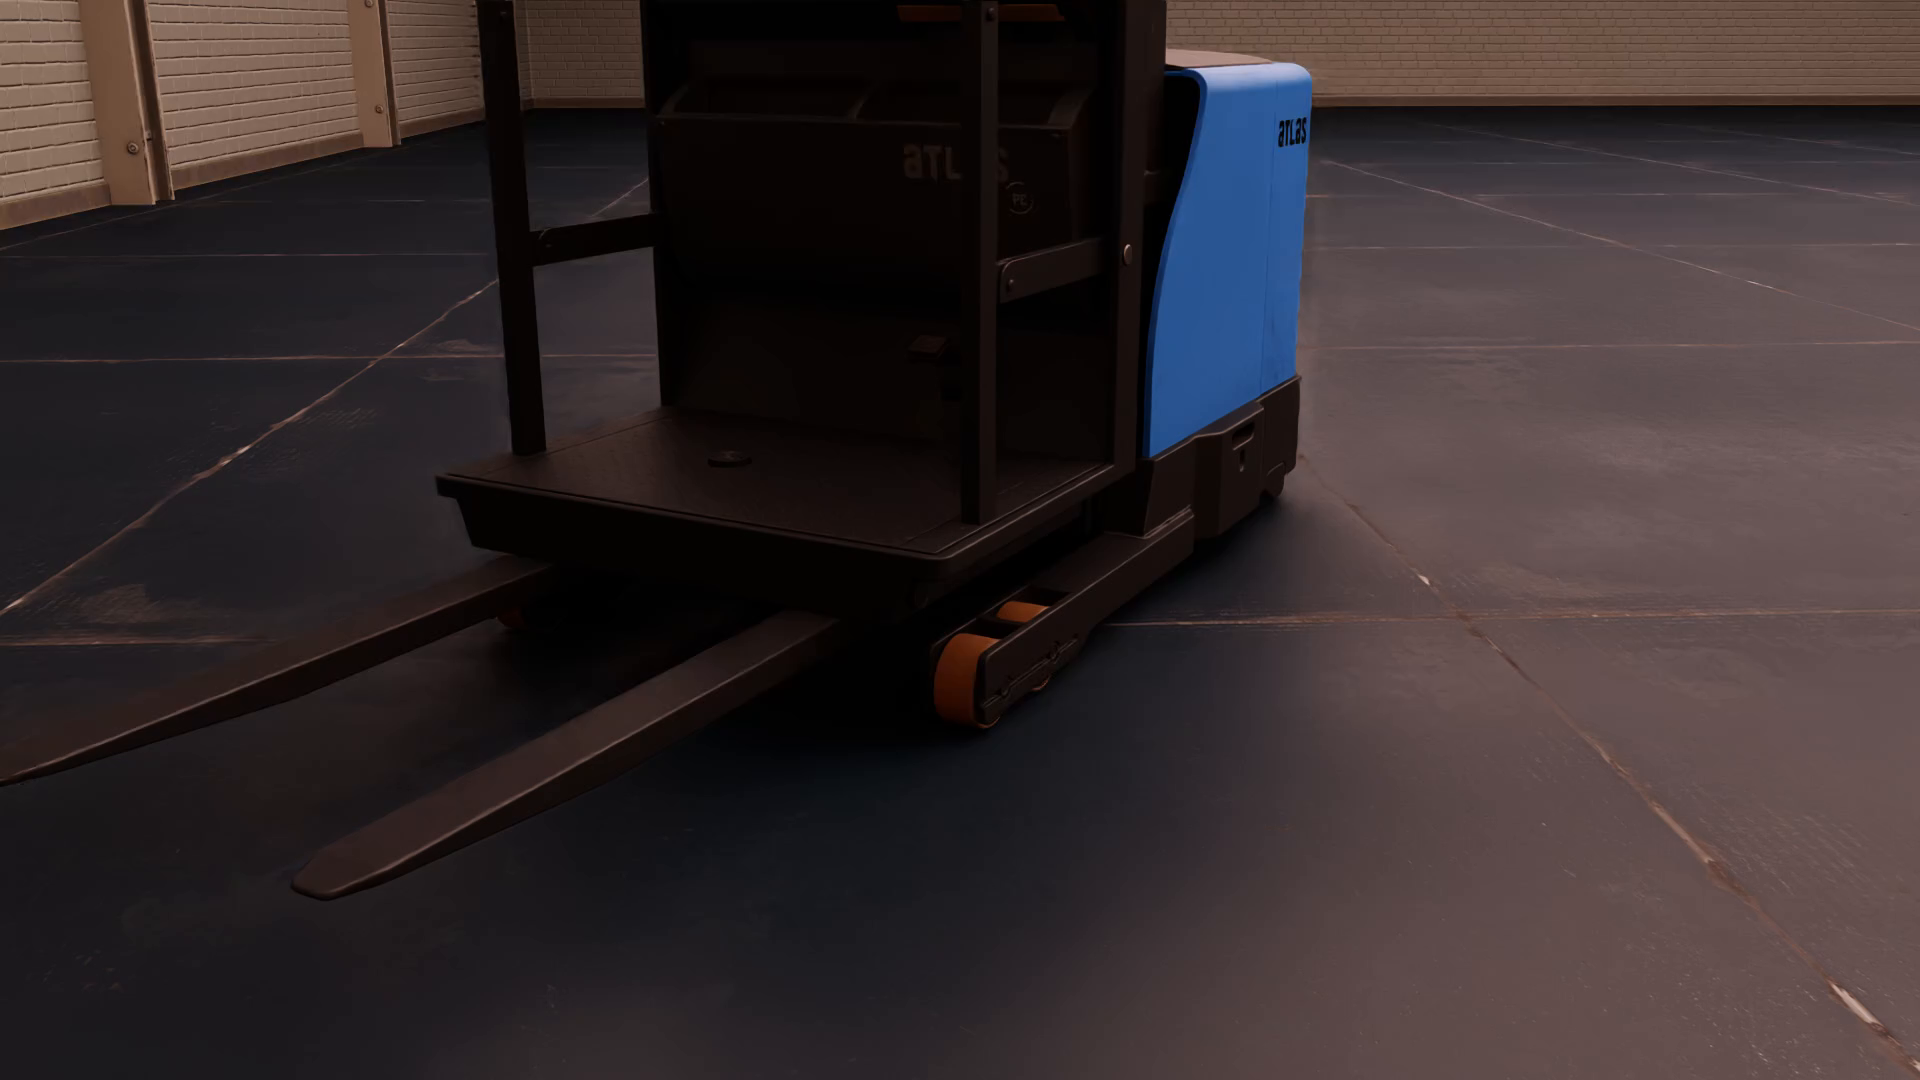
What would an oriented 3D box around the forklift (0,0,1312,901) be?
[{"bbox_3d":[-0.279,-1.225,2.914,1.130,2.935,3.031,9,19,27],"label":"forklift"}]
